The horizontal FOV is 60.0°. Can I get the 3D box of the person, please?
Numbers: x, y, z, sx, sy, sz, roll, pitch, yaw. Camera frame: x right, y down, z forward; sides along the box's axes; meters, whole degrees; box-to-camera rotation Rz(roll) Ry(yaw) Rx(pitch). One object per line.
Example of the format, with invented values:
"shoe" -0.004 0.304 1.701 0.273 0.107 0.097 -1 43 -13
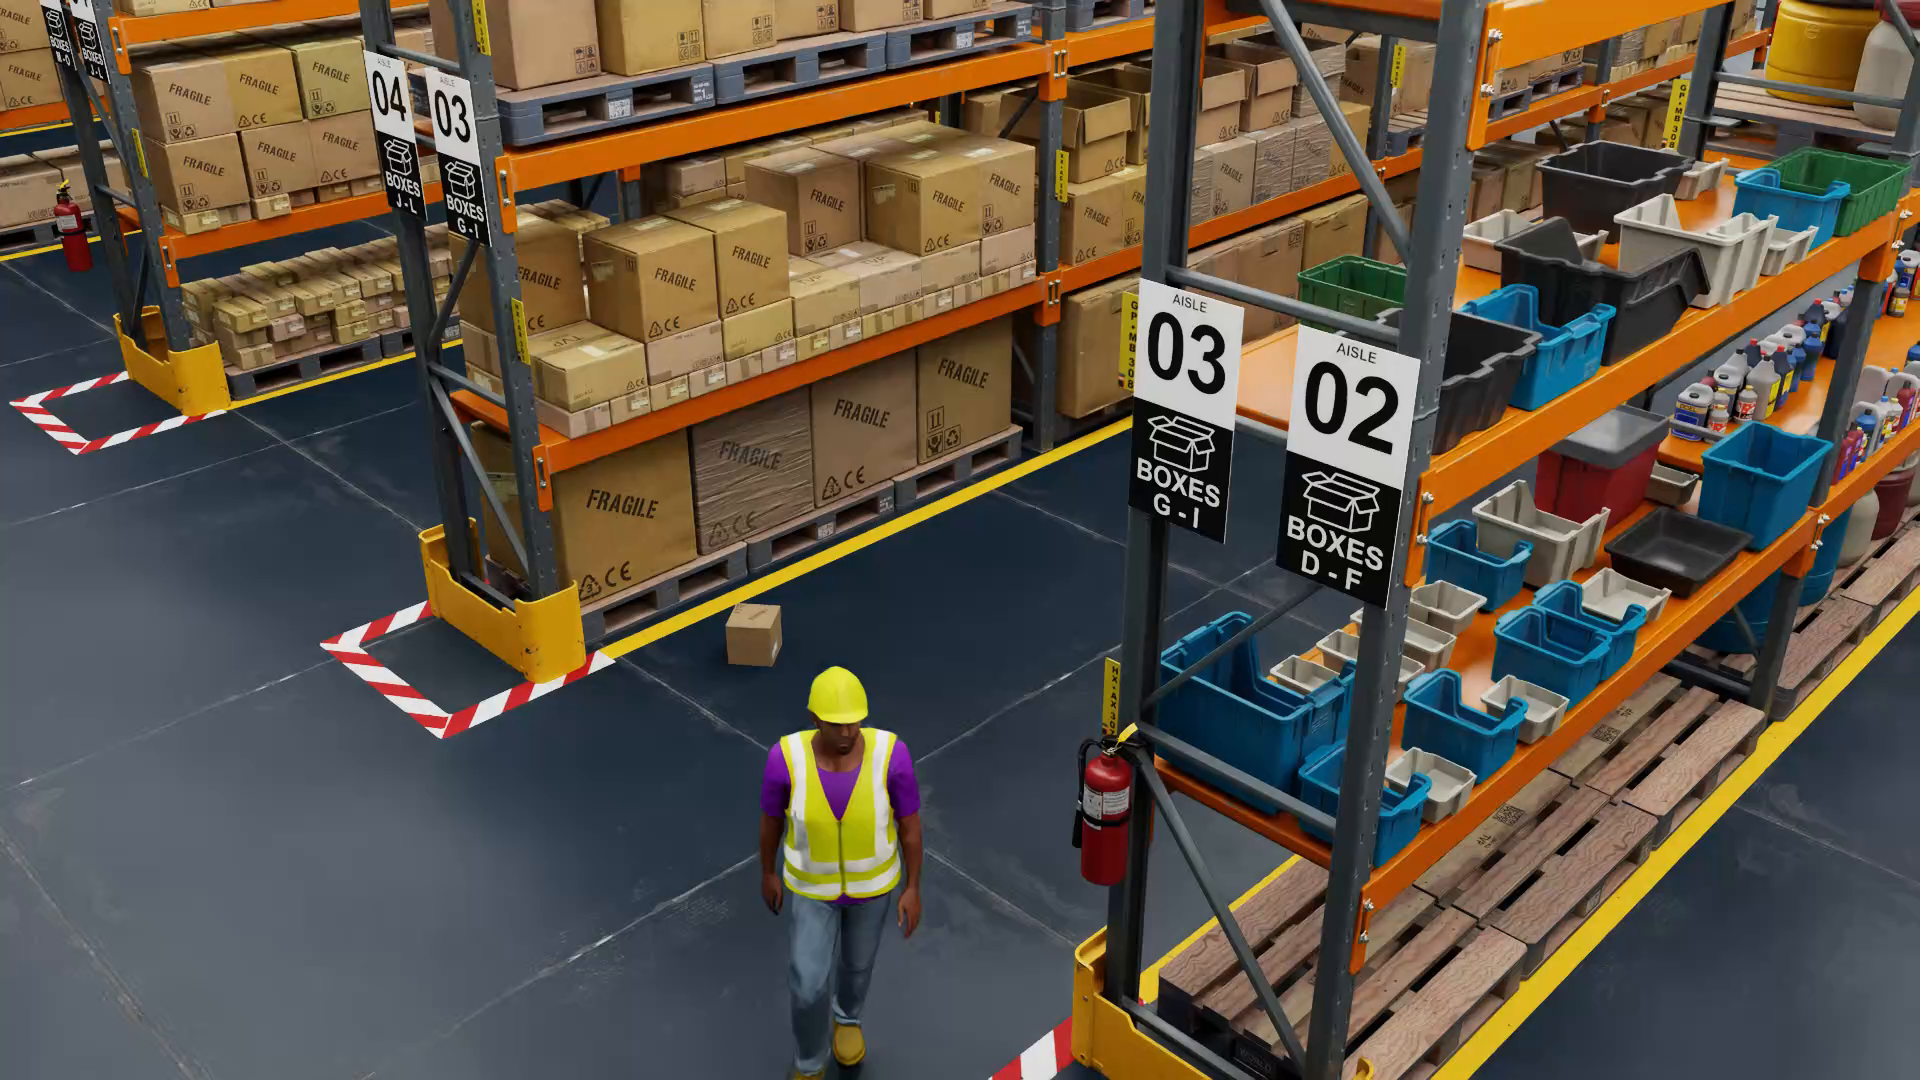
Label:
"person" -0.432 1.295 6.136 0.598 1.821 0.532 -4 28 -7
